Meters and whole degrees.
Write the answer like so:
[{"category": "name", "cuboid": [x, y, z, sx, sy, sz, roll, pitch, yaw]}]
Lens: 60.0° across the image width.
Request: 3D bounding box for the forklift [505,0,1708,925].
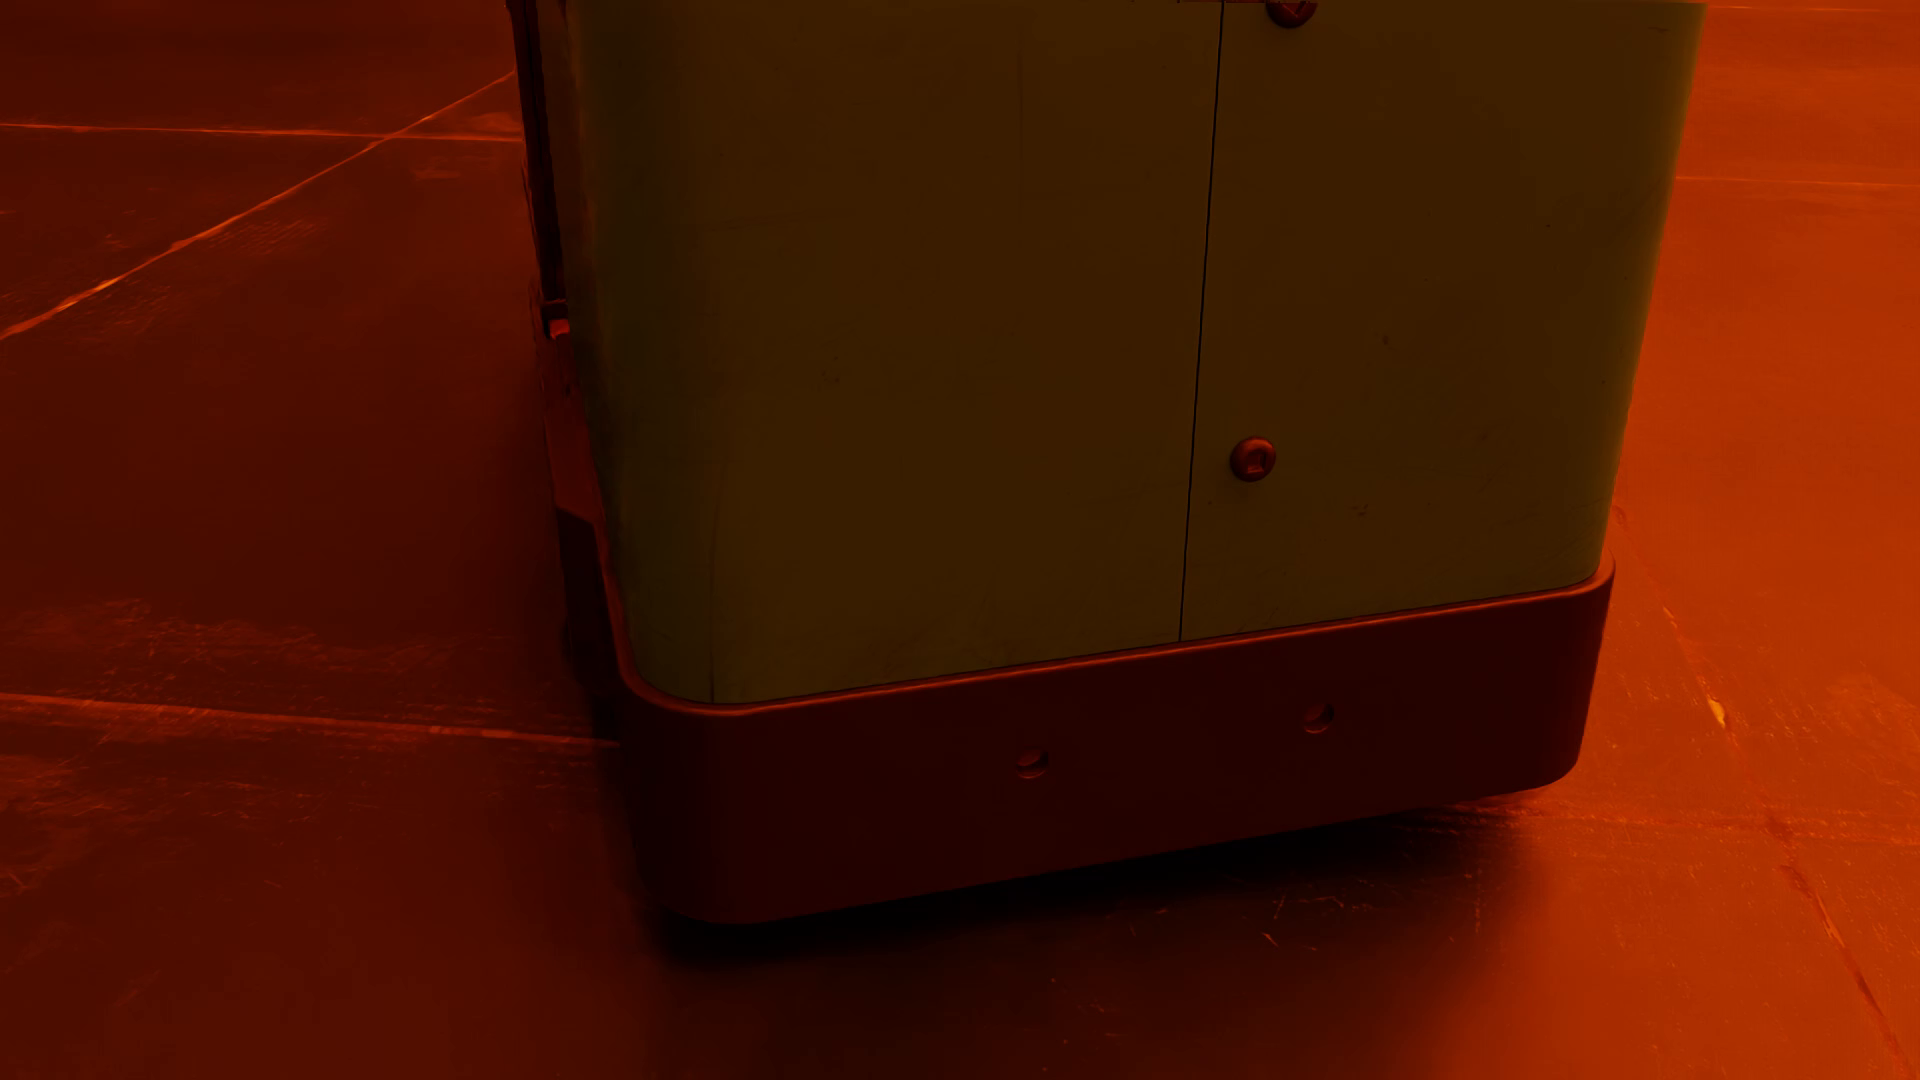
[{"category": "forklift", "cuboid": [-0.185, -1.580, 2.384, 1.130, 2.935, 3.031, -7, 27, -14]}]
